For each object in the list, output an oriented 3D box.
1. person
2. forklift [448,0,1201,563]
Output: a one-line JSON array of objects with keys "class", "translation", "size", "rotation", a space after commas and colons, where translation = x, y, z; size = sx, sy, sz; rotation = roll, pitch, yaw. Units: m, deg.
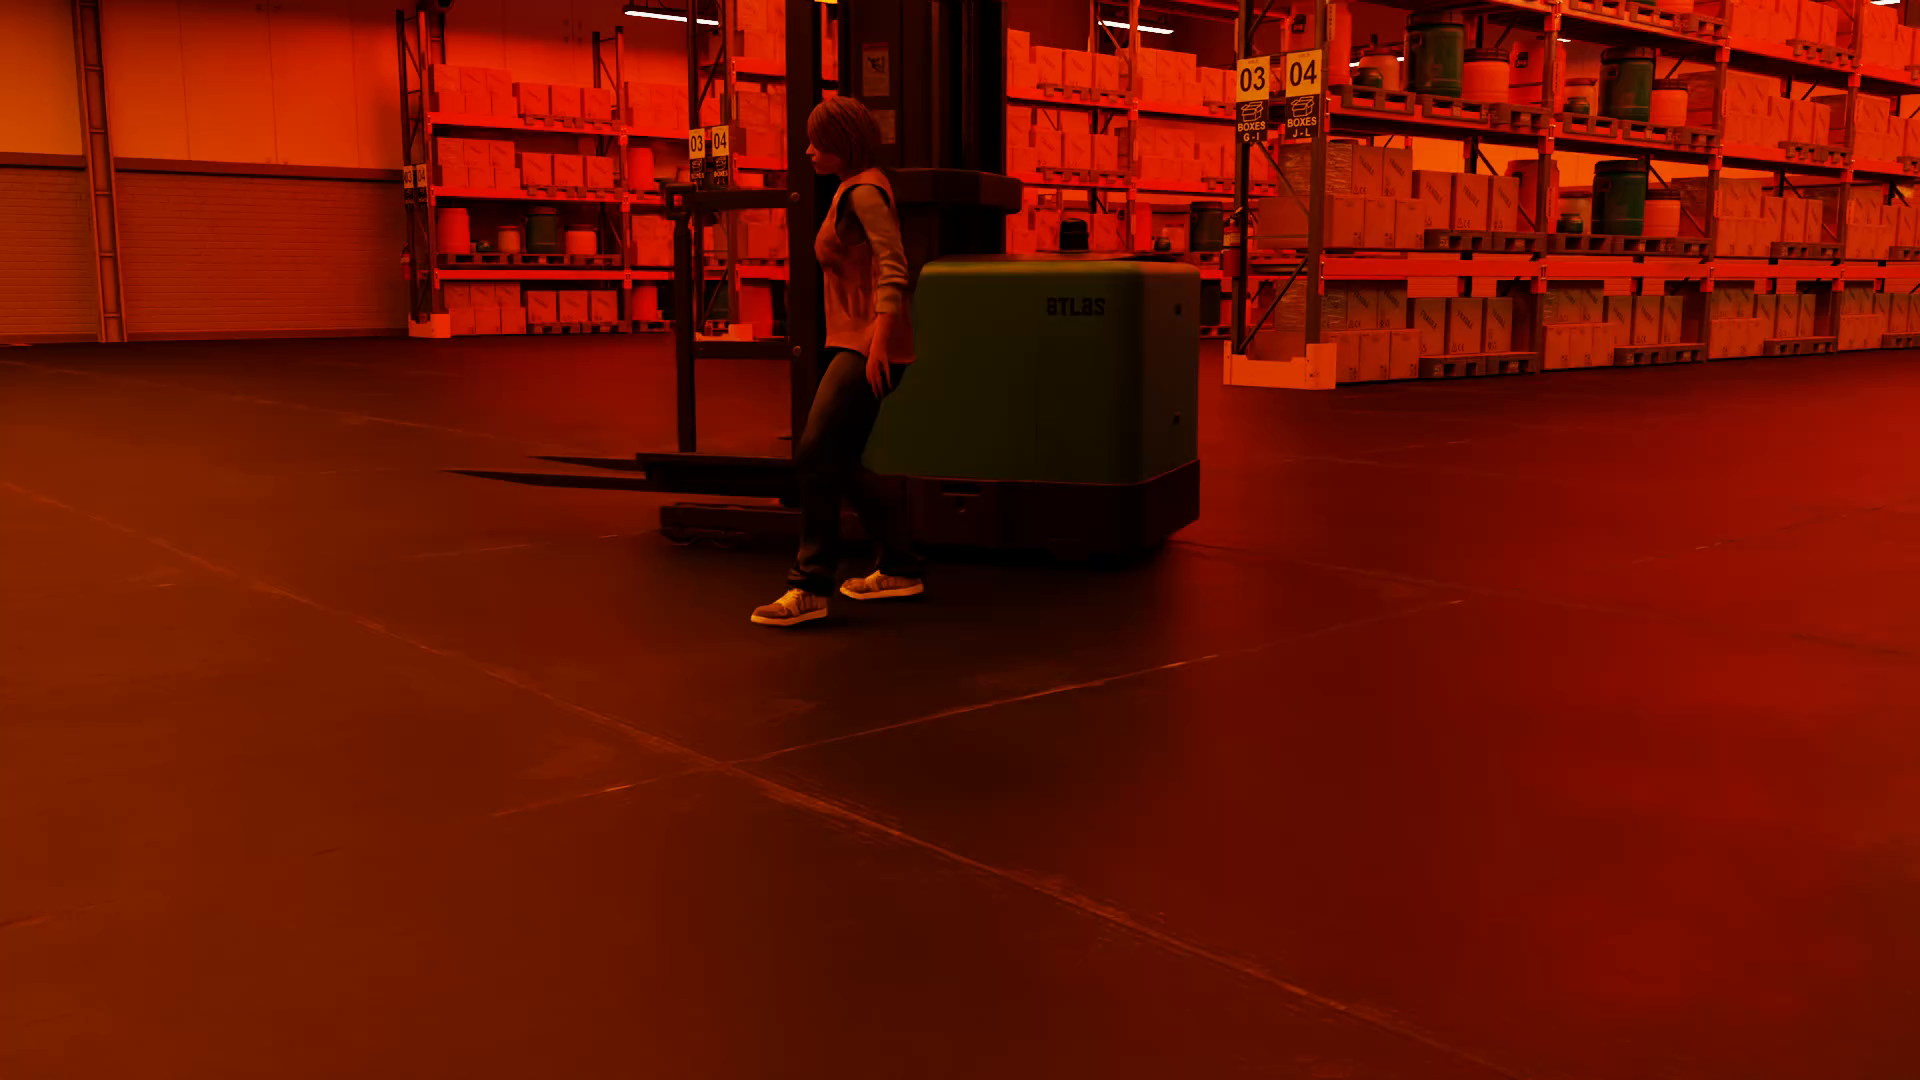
[{"class": "person", "translation": [-0.307, -0.886, 5.062], "size": [0.312, 0.867, 0.704], "rotation": [-1, 9, -4]}, {"class": "forklift", "translation": [-0.616, -1.485, 6.550], "size": [3.031, 2.935, 1.130], "rotation": [3, 9, 21]}]
